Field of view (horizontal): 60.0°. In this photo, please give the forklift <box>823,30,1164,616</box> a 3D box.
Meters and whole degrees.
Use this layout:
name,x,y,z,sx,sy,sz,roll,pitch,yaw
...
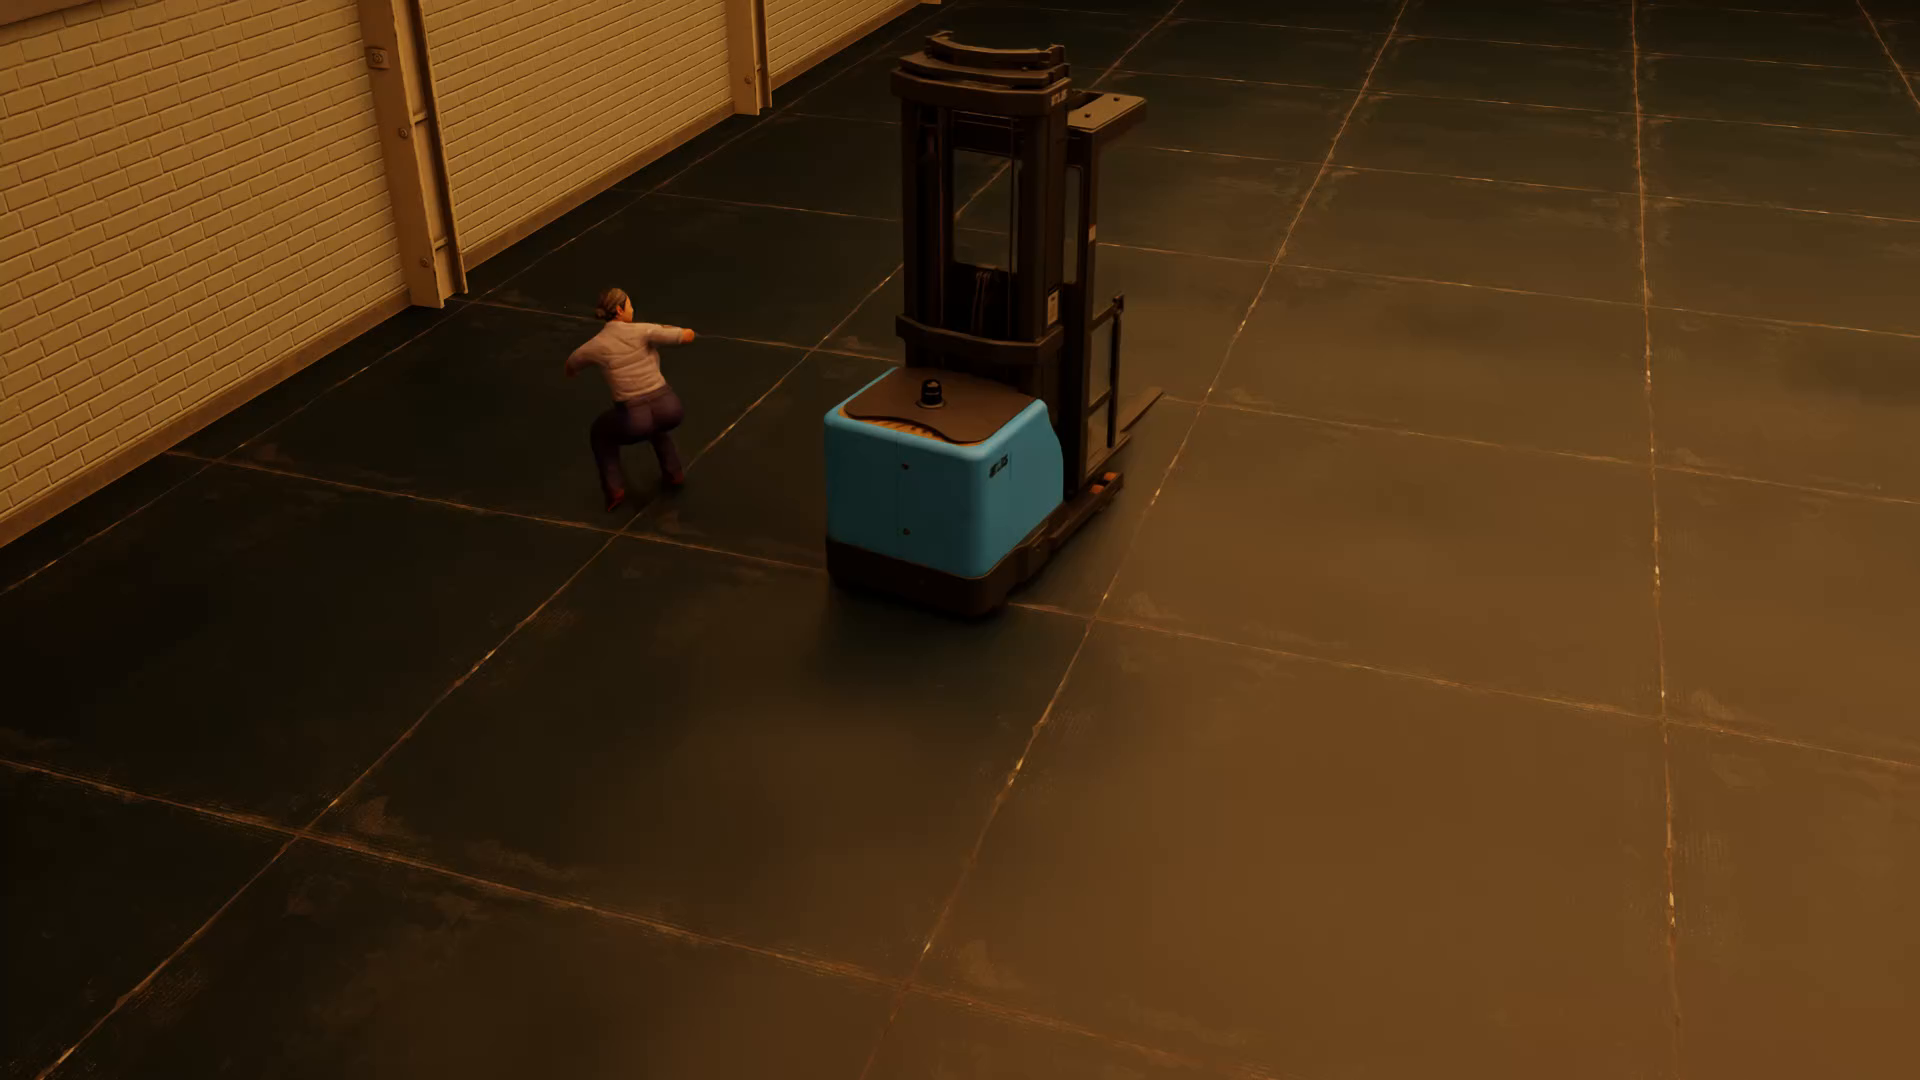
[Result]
name,x,y,z,sx,sy,sz,roll,pitch,yaw
forklift,0.385,-1.553,9.860,1.130,2.935,3.031,15,33,25

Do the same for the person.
name,x,y,z,sx,sy,sz,roll,pitch,yaw
person,-2.034,-0.914,10.336,0.739,1.390,0.882,-13,32,-21
